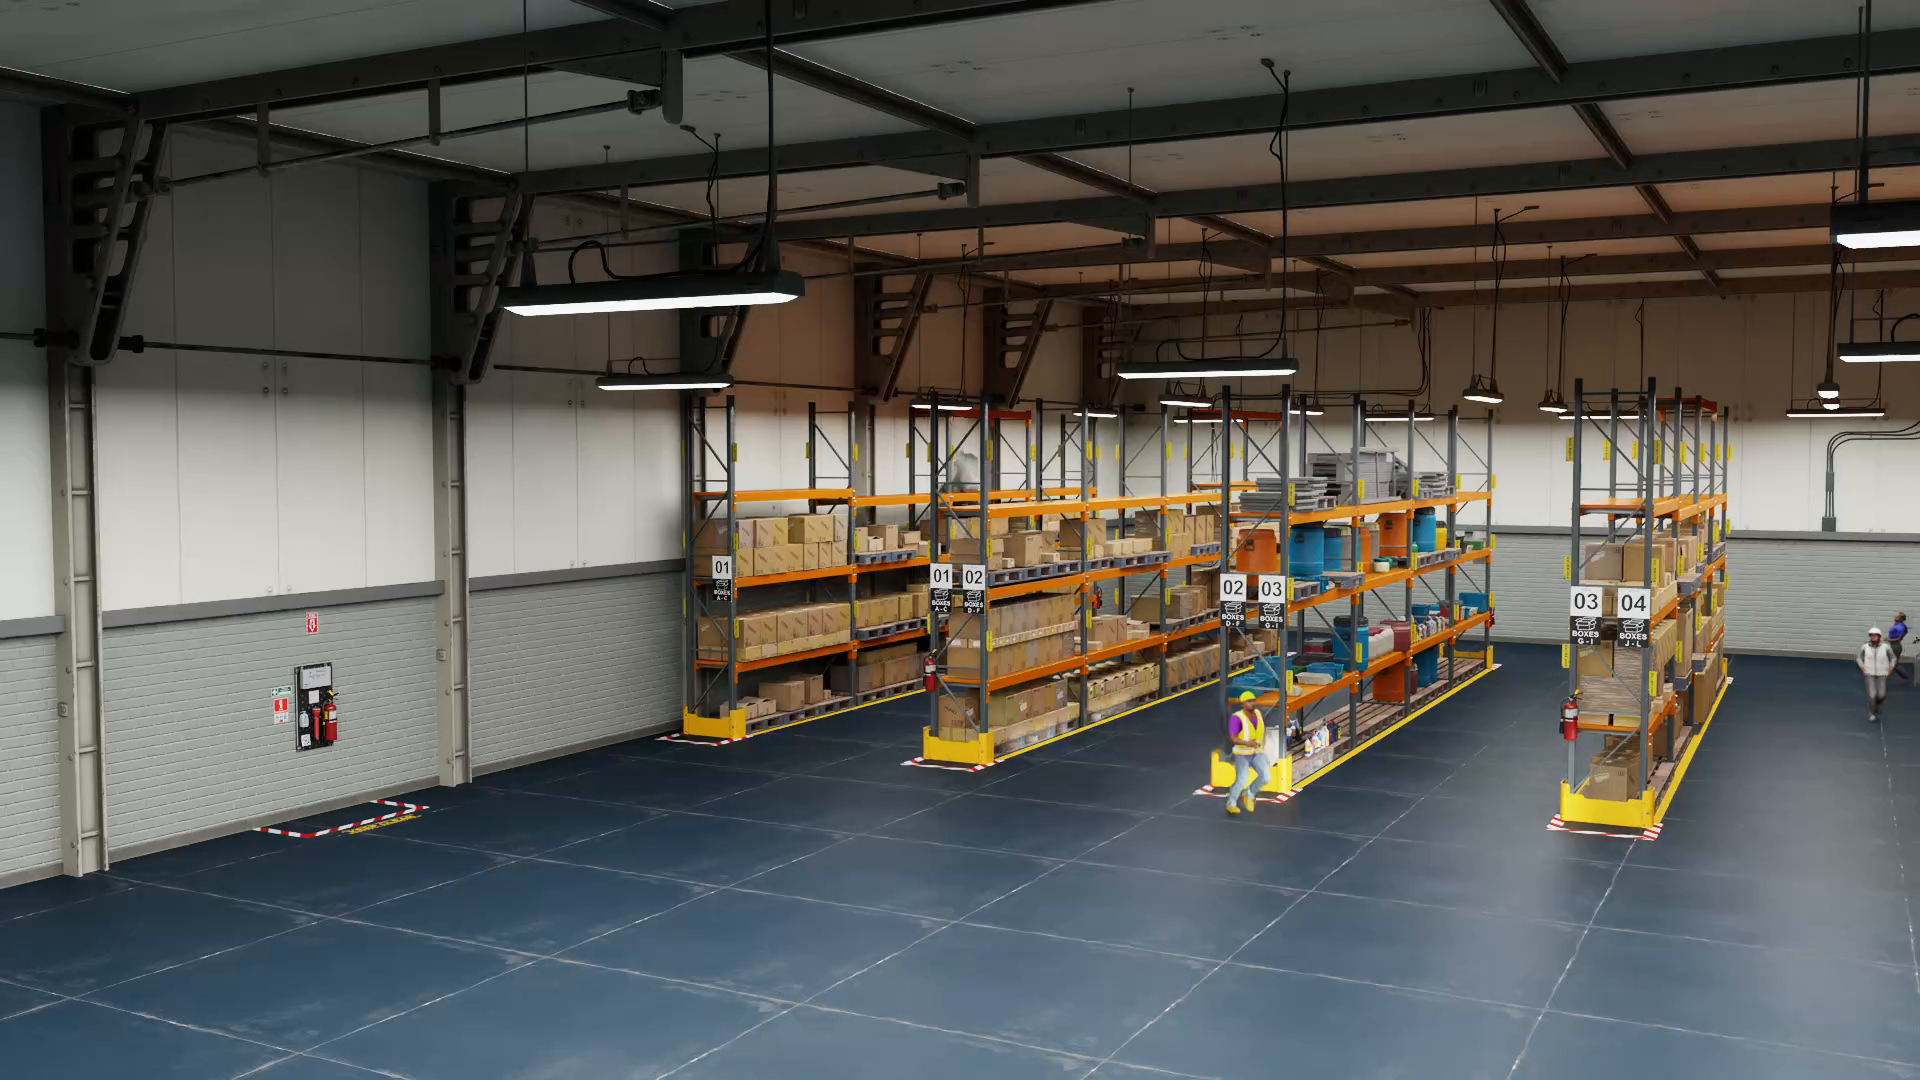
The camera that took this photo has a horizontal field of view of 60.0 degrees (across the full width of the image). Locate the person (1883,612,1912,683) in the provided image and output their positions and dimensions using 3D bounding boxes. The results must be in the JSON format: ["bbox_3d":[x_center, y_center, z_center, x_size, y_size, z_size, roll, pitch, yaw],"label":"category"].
[{"bbox_3d":[19.992,2.329,35.674,0.781,1.598,0.706,2,3,30],"label":"person"}]

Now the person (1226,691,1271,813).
[{"bbox_3d":[3.986,2.919,22.803,0.729,1.713,0.790,-1,3,-25],"label":"person"}]

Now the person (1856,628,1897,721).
[{"bbox_3d":[17.083,2.509,31.013,0.666,1.734,0.491,2,3,30],"label":"person"}]

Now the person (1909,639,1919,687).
[{"bbox_3d":[20.634,2.319,35.369,0.717,1.716,0.668,1,3,14],"label":"person"}]
